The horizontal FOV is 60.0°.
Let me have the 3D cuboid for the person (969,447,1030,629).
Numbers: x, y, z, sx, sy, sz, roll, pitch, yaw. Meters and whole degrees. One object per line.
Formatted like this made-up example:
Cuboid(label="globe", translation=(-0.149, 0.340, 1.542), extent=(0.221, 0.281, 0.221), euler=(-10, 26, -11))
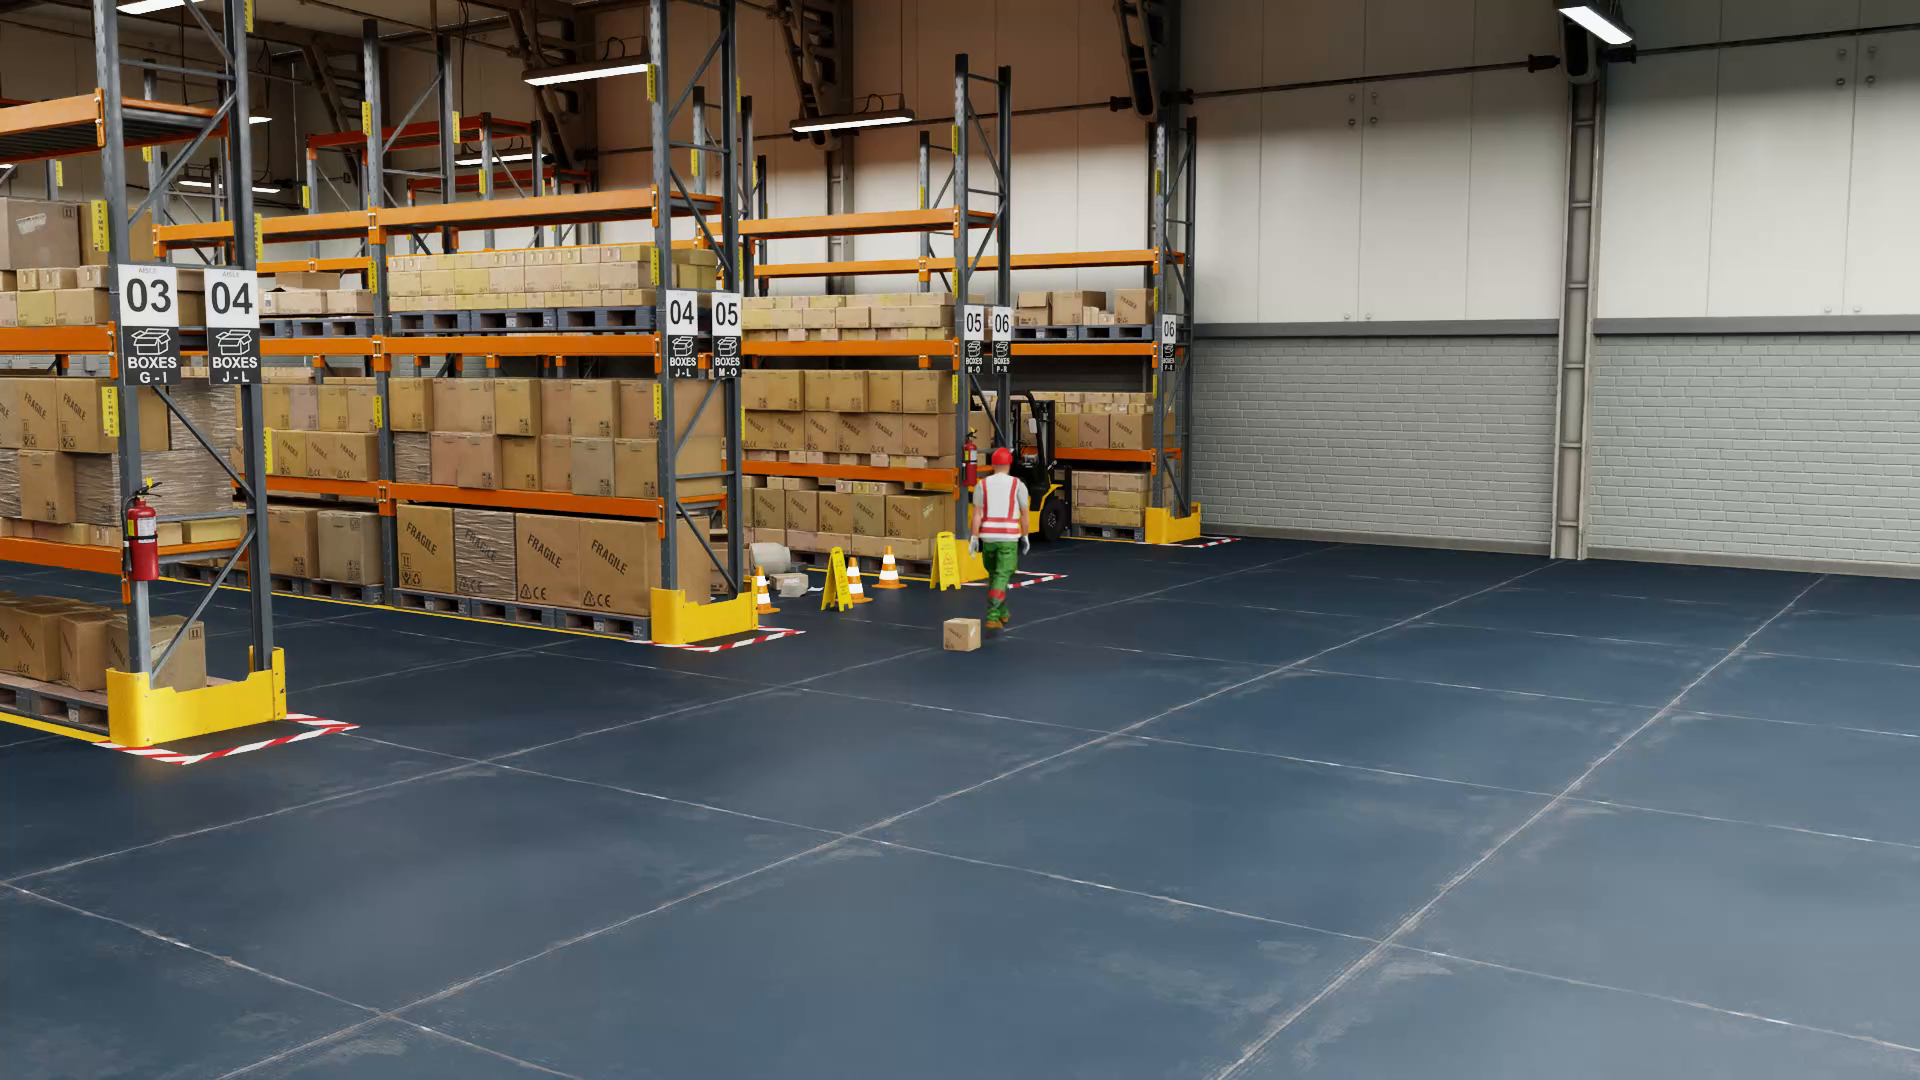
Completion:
Cuboid(label="person", translation=(0.392, -0.018, 15.872), extent=(0.540, 1.736, 1.097), euler=(2, 7, 17))
